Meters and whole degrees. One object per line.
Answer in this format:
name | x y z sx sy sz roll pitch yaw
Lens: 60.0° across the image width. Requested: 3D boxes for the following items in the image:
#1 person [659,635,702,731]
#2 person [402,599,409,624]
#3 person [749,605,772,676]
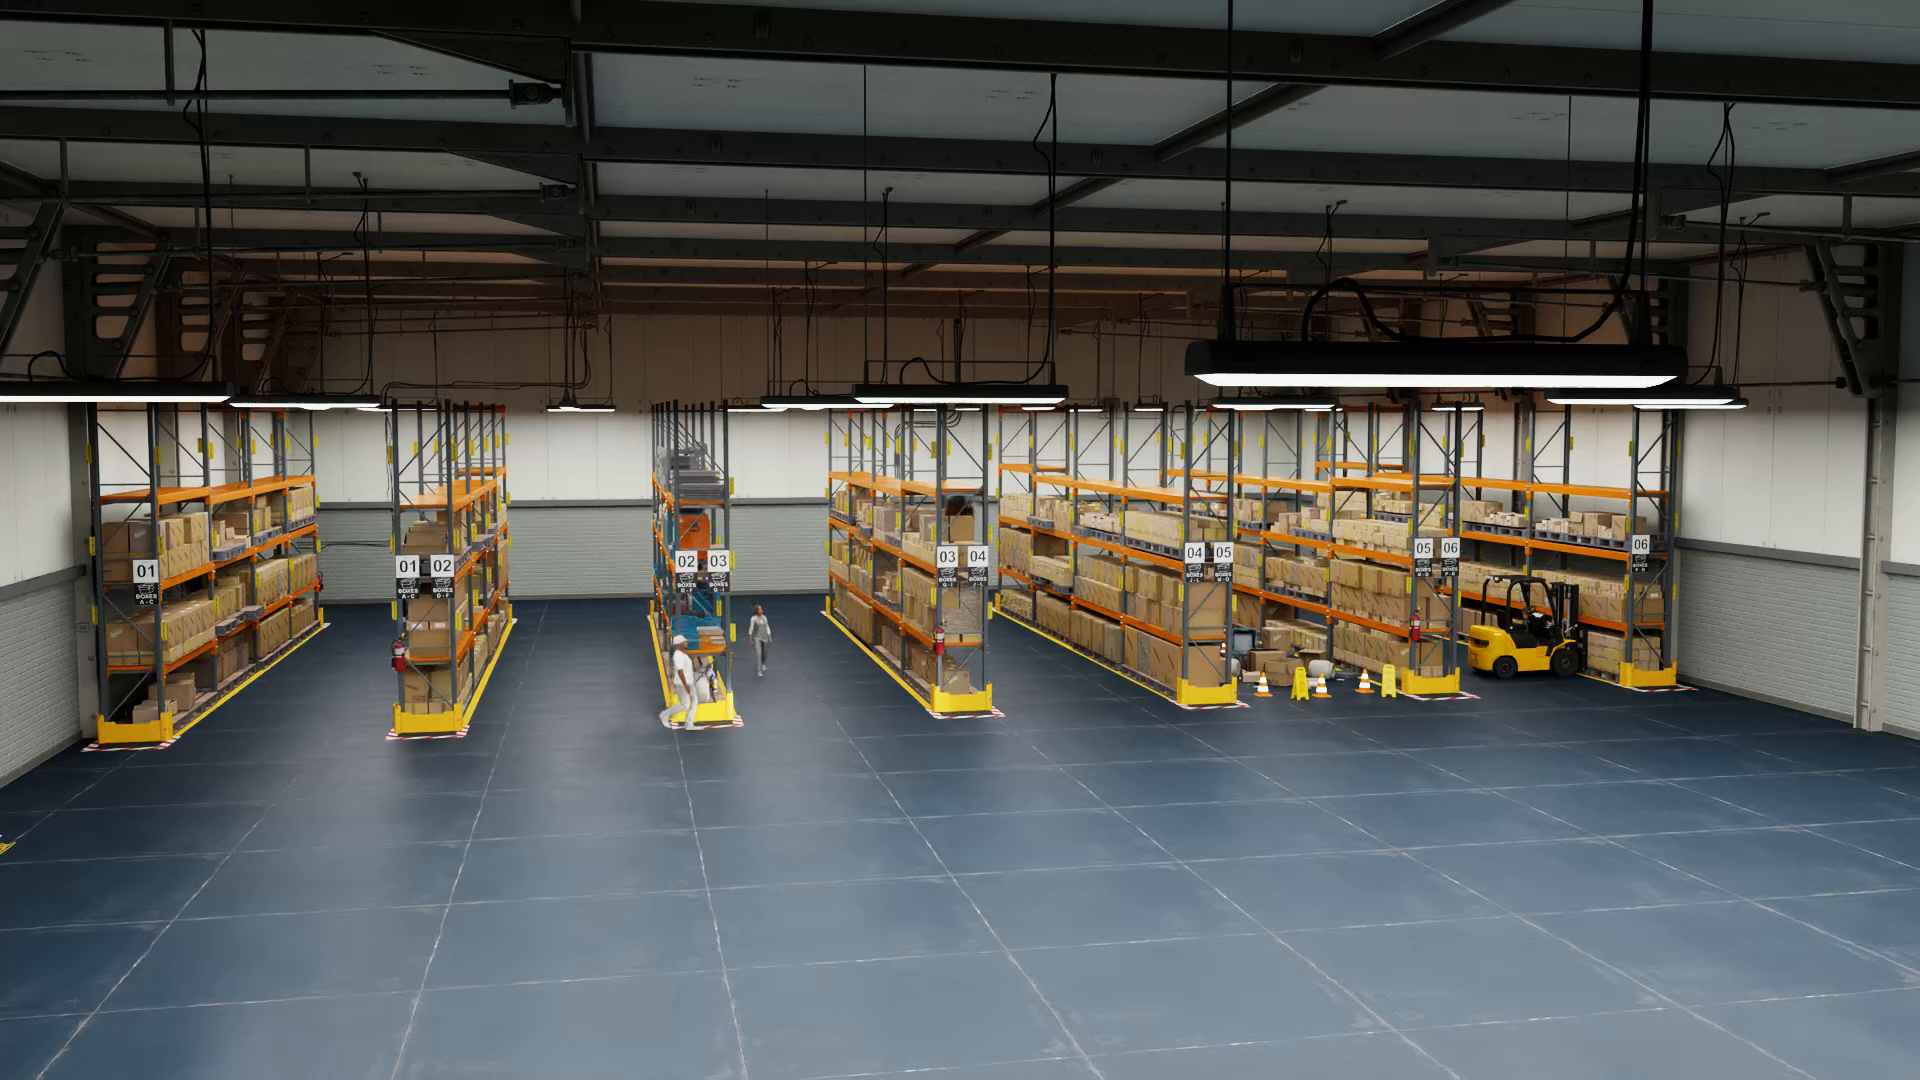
person | -5.047 2.588 30.073 0.742 1.730 0.562 1 4 11
person | -14.915 1.536 44.894 0.462 1.594 0.443 -1 4 -16
person | -4.402 2.191 36.565 0.493 1.539 0.915 -1 4 -16
